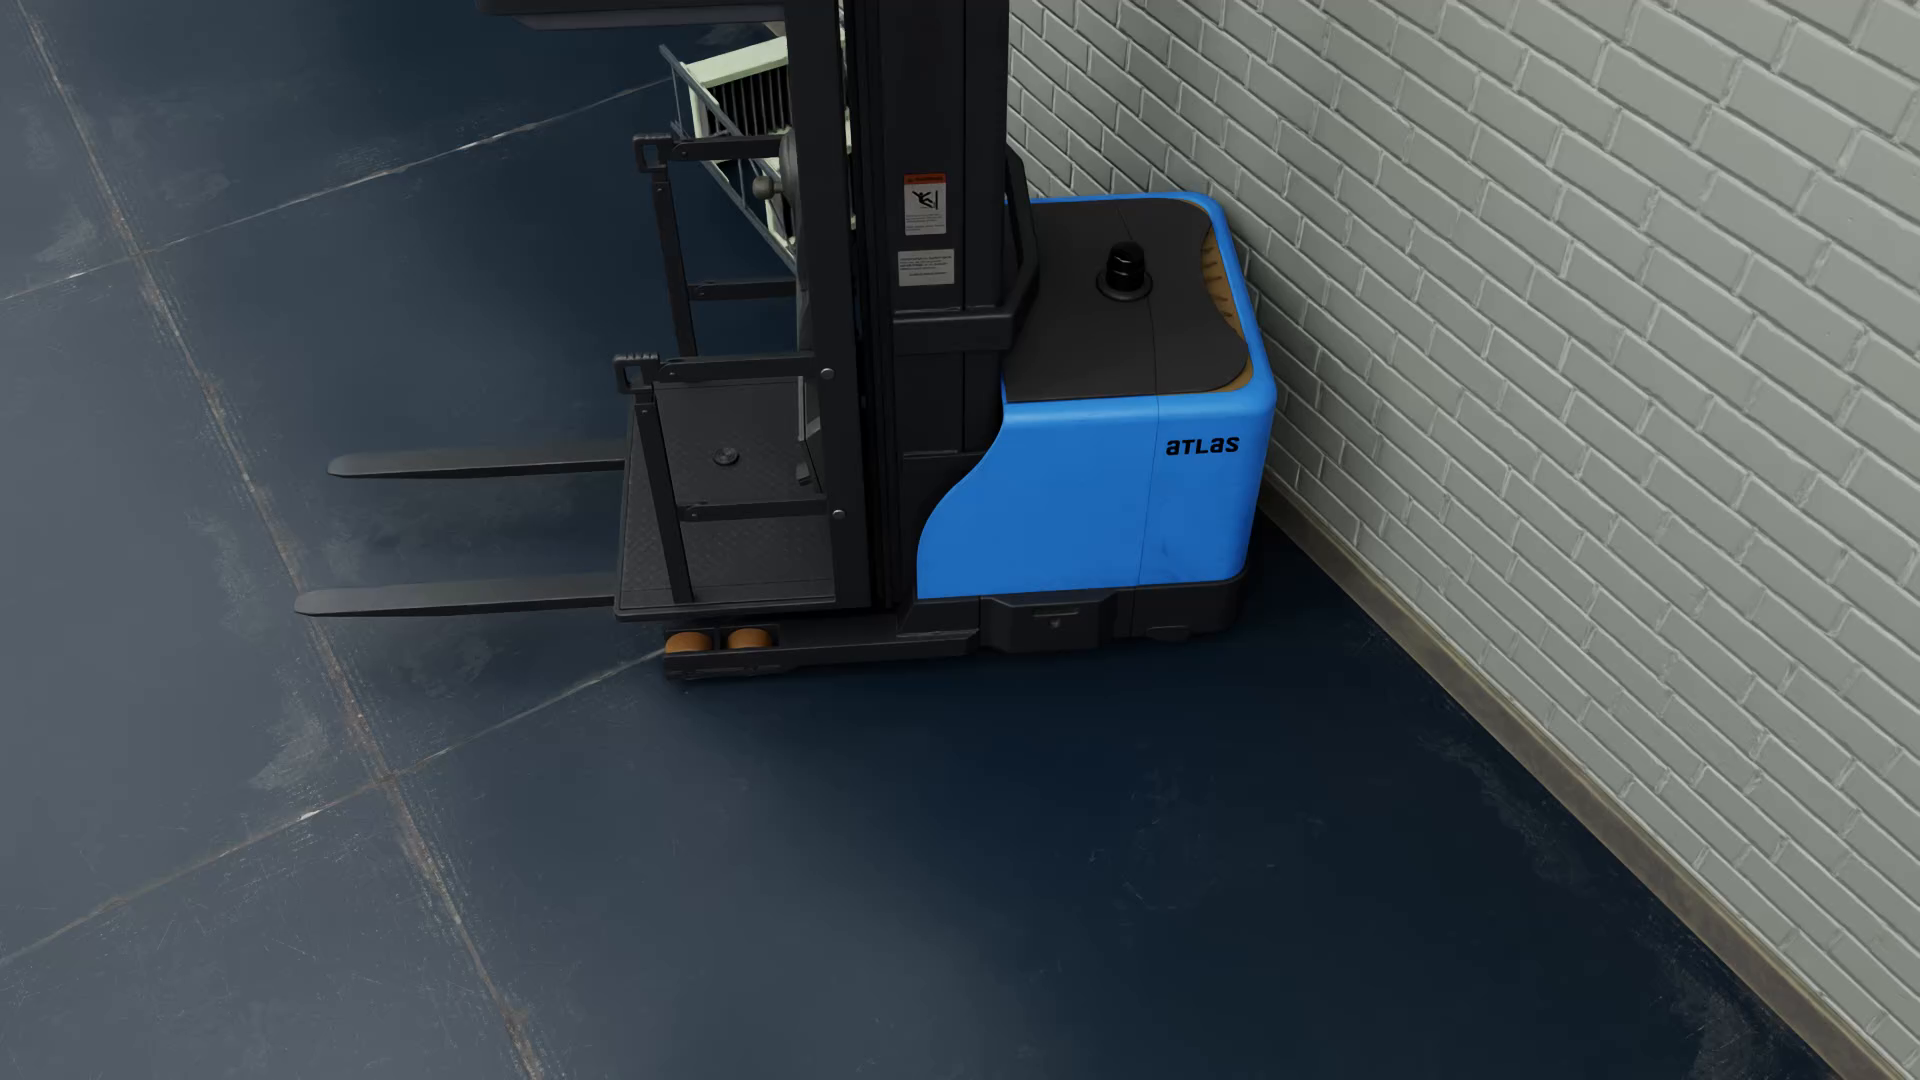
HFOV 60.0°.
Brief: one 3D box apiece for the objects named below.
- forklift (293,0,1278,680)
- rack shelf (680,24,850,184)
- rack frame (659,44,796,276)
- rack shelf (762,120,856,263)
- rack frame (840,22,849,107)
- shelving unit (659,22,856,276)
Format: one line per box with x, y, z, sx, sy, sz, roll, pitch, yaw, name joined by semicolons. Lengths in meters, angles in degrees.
-0.624;-0.938;4.623;3.031;2.935;1.130;-3;48;-3;forklift
-0.769;-1.875;7.119;0.720;0.431;0.370;-23;51;-20;rack shelf
-0.889;-1.494;6.763;0.023;0.400;1.500;-23;51;-20;rack frame
-0.409;-1.424;6.695;0.720;0.431;0.370;-23;51;-20;rack shelf
-0.257;-1.764;7.013;0.023;0.400;1.500;-23;51;-20;rack frame
-0.573;-1.629;6.888;0.755;0.431;1.500;-23;51;-20;shelving unit
